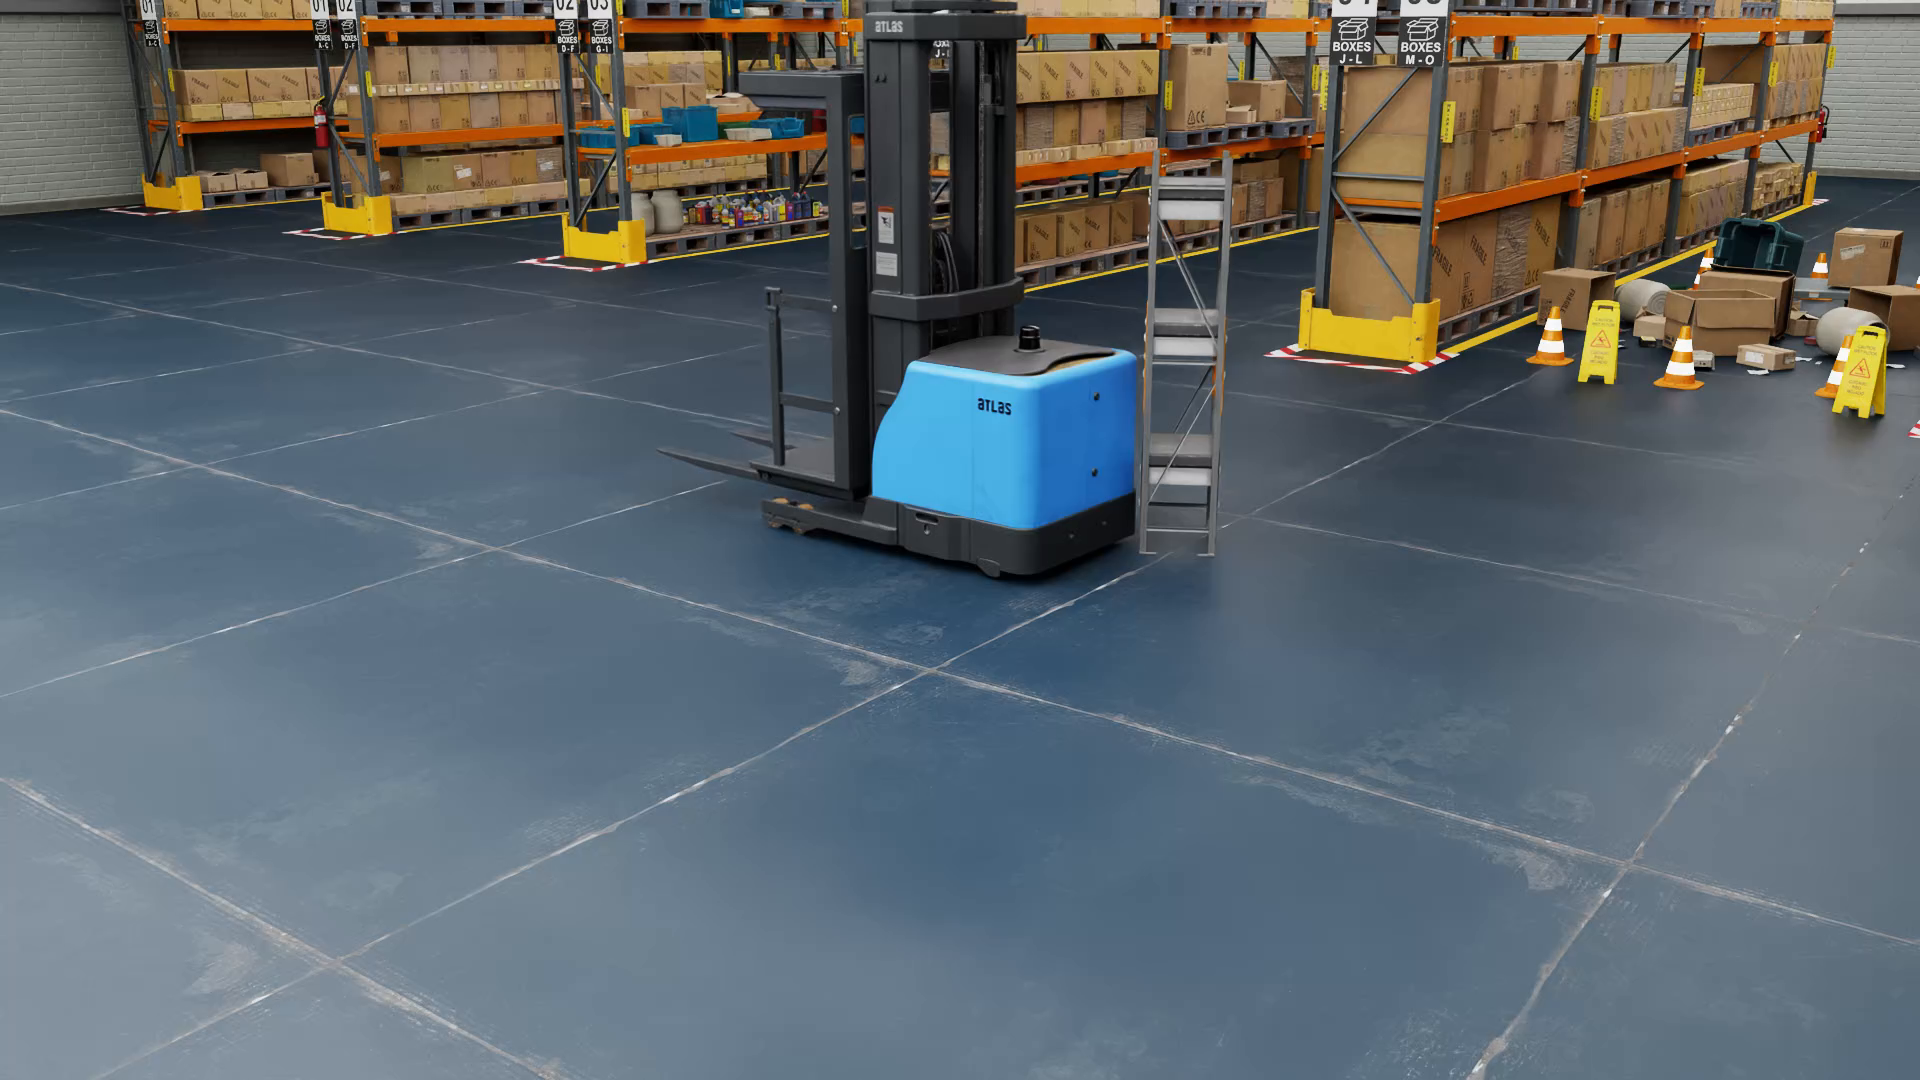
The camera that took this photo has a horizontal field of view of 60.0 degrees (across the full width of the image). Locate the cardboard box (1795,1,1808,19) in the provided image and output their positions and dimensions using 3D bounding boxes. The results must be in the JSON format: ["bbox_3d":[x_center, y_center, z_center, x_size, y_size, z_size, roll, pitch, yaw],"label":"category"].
[{"bbox_3d":[11.811,-7.598,23.849,0.500,0.250,0.500,14,22,37],"label":"cardboard box"}]

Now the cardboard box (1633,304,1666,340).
[{"bbox_3d":[6.394,-1.986,15.192,0.258,0.266,0.396,-16,23,-41],"label":"cardboard box"}]

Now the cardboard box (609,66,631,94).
[{"bbox_3d":[-6.720,-8.899,32.138,0.500,0.500,0.500,13,22,36],"label":"cardboard box"}]

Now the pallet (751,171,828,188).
[{"bbox_3d":[-3.079,-6.471,29.725,1.003,0.211,1.213,12,21,35],"label":"pallet"}]

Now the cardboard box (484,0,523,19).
[{"bbox_3d":[-8.382,-9.705,30.172,0.797,0.503,0.637,16,24,42],"label":"cardboard box"}]

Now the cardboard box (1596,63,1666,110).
[{"bbox_3d":[7.747,-5.279,19.330,0.700,0.500,0.500,12,21,34],"label":"cardboard box"}]

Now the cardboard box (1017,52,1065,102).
[{"bbox_3d":[0.780,-4.962,17.808,0.500,0.500,0.500,12,21,35],"label":"cardboard box"}]

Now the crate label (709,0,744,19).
[{"bbox_3d":[-2.965,-6.599,20.628,0.502,0.251,0.408,12,21,35],"label":"crate label"}]

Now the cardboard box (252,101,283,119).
[{"bbox_3d":[-11.150,-6.845,26.447,0.500,0.250,0.500,12,21,34],"label":"cardboard box"}]

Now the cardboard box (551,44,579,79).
[{"bbox_3d":[-6.197,-7.239,25.141,0.700,0.500,0.500,13,21,35],"label":"cardboard box"}]

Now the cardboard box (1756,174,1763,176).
[{"bbox_3d":[11.400,-5.225,24.107,0.380,0.149,0.250,12,21,34],"label":"cardboard box"}]

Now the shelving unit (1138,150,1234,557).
[{"bbox_3d":[1.198,-0.991,8.896,0.431,2.100,0.503,2,17,6],"label":"shelving unit"}]

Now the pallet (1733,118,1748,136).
[{"bbox_3d":[10.134,-5.684,22.814,1.003,0.211,1.213,12,21,35],"label":"pallet"}]

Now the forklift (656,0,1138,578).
[{"bbox_3d":[-0.501,-1.544,9.273,3.031,2.935,1.130,14,22,37],"label":"forklift"}]

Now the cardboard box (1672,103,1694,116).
[{"bbox_3d":[8.772,-5.282,20.408,0.380,0.149,0.250,14,22,37],"label":"cardboard box"}]

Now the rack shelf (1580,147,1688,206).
[{"bbox_3d":[7.131,-4.160,18.793,1.077,0.370,4.000,12,21,35],"label":"rack shelf"}]

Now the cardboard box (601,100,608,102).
[{"bbox_3d":[-5.561,-6.856,26.491,0.396,0.266,0.258,12,21,33],"label":"cardboard box"}]

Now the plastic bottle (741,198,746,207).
[{"bbox_3d":[-2.946,-4.504,22.549,0.097,0.271,0.097,0,17,0],"label":"plastic bottle"}]

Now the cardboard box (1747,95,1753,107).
[{"bbox_3d":[10.627,-6.025,22.802,0.380,0.149,0.250,13,22,36],"label":"cardboard box"}]

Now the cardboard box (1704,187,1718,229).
[{"bbox_3d":[9.548,-4.353,21.710,0.500,0.500,0.500,12,21,33],"label":"cardboard box"}]

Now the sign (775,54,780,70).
[{"bbox_3d":[-3.107,-8.087,28.275,0.100,0.325,0.005,12,21,35],"label":"sign"}]

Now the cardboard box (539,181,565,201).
[{"bbox_3d":[-6.344,-5.300,25.180,0.500,0.250,0.500,12,21,35],"label":"cardboard box"}]

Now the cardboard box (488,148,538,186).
[{"bbox_3d":[-6.641,-5.538,24.684,0.500,0.500,0.500,12,21,35],"label":"cardboard box"}]

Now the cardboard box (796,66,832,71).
[{"bbox_3d":[-2.571,-8.234,29.823,0.500,0.500,0.700,-15,23,-40],"label":"cardboard box"}]

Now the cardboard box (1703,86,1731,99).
[{"bbox_3d":[9.846,-5.856,21.757,0.380,0.149,0.250,11,21,32],"label":"cardboard box"}]

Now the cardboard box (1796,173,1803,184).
[{"bbox_3d":[13.004,-5.690,26.106,0.380,0.149,0.250,12,21,33],"label":"cardboard box"}]

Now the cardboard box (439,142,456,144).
[{"bbox_3d":[-9.233,-7.211,29.616,0.500,0.250,0.500,12,21,34],"label":"cardboard box"}]

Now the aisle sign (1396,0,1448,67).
[{"bbox_3d":[3.754,-4.246,13.474,0.394,0.787,0.004,12,21,35],"label":"aisle sign"}]

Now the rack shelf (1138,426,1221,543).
[{"bbox_3d":[1.198,-0.310,9.108,0.431,0.518,0.480,2,17,6],"label":"rack shelf"}]

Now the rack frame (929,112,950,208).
[{"bbox_3d":[-0.367,-3.975,16.985,1.000,3.000,0.127,12,21,35],"label":"rack frame"}]

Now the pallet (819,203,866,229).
[{"bbox_3d":[-1.525,-4.665,23.909,1.003,0.211,1.213,12,21,35],"label":"pallet"}]

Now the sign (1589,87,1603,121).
[{"bbox_3d":[6.386,-4.380,16.698,0.100,0.325,0.005,12,21,35],"label":"sign"}]

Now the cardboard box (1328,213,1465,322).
[{"bbox_3d":[3.907,-2.433,14.895,0.875,0.875,0.875,13,21,35],"label":"cardboard box"}]

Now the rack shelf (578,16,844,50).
[{"bbox_3d":[-3.153,-6.415,20.999,1.077,0.370,4.000,12,21,35],"label":"rack shelf"}]

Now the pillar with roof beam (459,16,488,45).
[{"bbox_3d":[-5.547,-10.453,27.732,9.100,9.000,0.400,12,21,35],"label":"pillar with roof beam"}]

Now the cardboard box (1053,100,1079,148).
[{"bbox_3d":[0.824,-4.659,18.520,0.875,0.500,0.500,12,21,35],"label":"cardboard box"}]

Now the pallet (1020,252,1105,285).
[{"bbox_3d":[0.918,-3.138,18.991,1.003,0.211,1.213,12,21,35],"label":"pallet"}]

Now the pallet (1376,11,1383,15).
[{"bbox_3d":[5.404,-7.652,24.087,1.003,0.211,1.213,14,22,37],"label":"pallet"}]

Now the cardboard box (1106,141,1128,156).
[{"bbox_3d":[1.711,-4.518,19.159,0.380,0.149,0.250,12,21,35],"label":"cardboard box"}]

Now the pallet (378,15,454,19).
[{"bbox_3d":[-9.465,-9.024,28.504,1.213,0.211,1.003,12,21,35],"label":"pallet"}]

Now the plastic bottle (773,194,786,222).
[{"bbox_3d":[-2.421,-4.421,22.146,0.144,0.351,0.185,12,21,34],"label":"plastic bottle"}]

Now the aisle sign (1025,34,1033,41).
[{"bbox_3d":[1.499,-10.740,34.389,0.394,0.787,0.004,12,21,35],"label":"aisle sign"}]

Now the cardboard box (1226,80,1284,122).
[{"bbox_3d":[3.857,-5.842,22.121,0.500,0.500,0.700,-16,24,-42],"label":"cardboard box"}]

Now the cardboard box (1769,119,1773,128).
[{"bbox_3d":[11.515,-6.033,24.037,0.380,0.149,0.250,11,21,32],"label":"cardboard box"}]

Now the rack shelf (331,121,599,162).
[{"bbox_3d":[-7.129,-5.859,24.265,1.077,0.370,4.000,12,21,35],"label":"rack shelf"}]

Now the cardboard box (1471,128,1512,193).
[{"bbox_3d":[4.485,-3.488,15.165,0.875,0.550,0.550,12,21,35],"label":"cardboard box"}]

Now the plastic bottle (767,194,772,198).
[{"bbox_3d":[-2.674,-4.632,22.951,0.152,0.276,0.135,13,22,37],"label":"plastic bottle"}]

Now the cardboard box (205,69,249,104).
[{"bbox_3d":[-11.473,-7.073,25.917,0.500,0.500,0.500,12,21,35],"label":"cardboard box"}]

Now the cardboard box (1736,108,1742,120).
[{"bbox_3d":[10.324,-5.762,22.457,0.380,0.149,0.250,12,21,35],"label":"cardboard box"}]

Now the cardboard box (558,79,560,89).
[{"bbox_3d":[-6.077,-6.875,25.063,0.380,0.149,0.250,12,21,34],"label":"cardboard box"}]

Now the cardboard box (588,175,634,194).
[{"bbox_3d":[-5.498,-5.618,26.206,0.500,0.250,0.500,12,21,33],"label":"cardboard box"}]

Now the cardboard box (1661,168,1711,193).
[{"bbox_3d":[9.230,-4.587,21.198,0.500,0.250,0.500,12,21,34],"label":"cardboard box"}]

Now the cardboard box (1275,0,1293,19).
[{"bbox_3d":[4.028,-6.964,21.806,0.500,0.250,0.500,12,21,34],"label":"cardboard box"}]

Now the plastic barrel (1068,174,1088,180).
[{"bbox_3d":[2.045,-6.611,28.305,0.600,0.901,0.708,12,21,35],"label":"plastic barrel"}]
